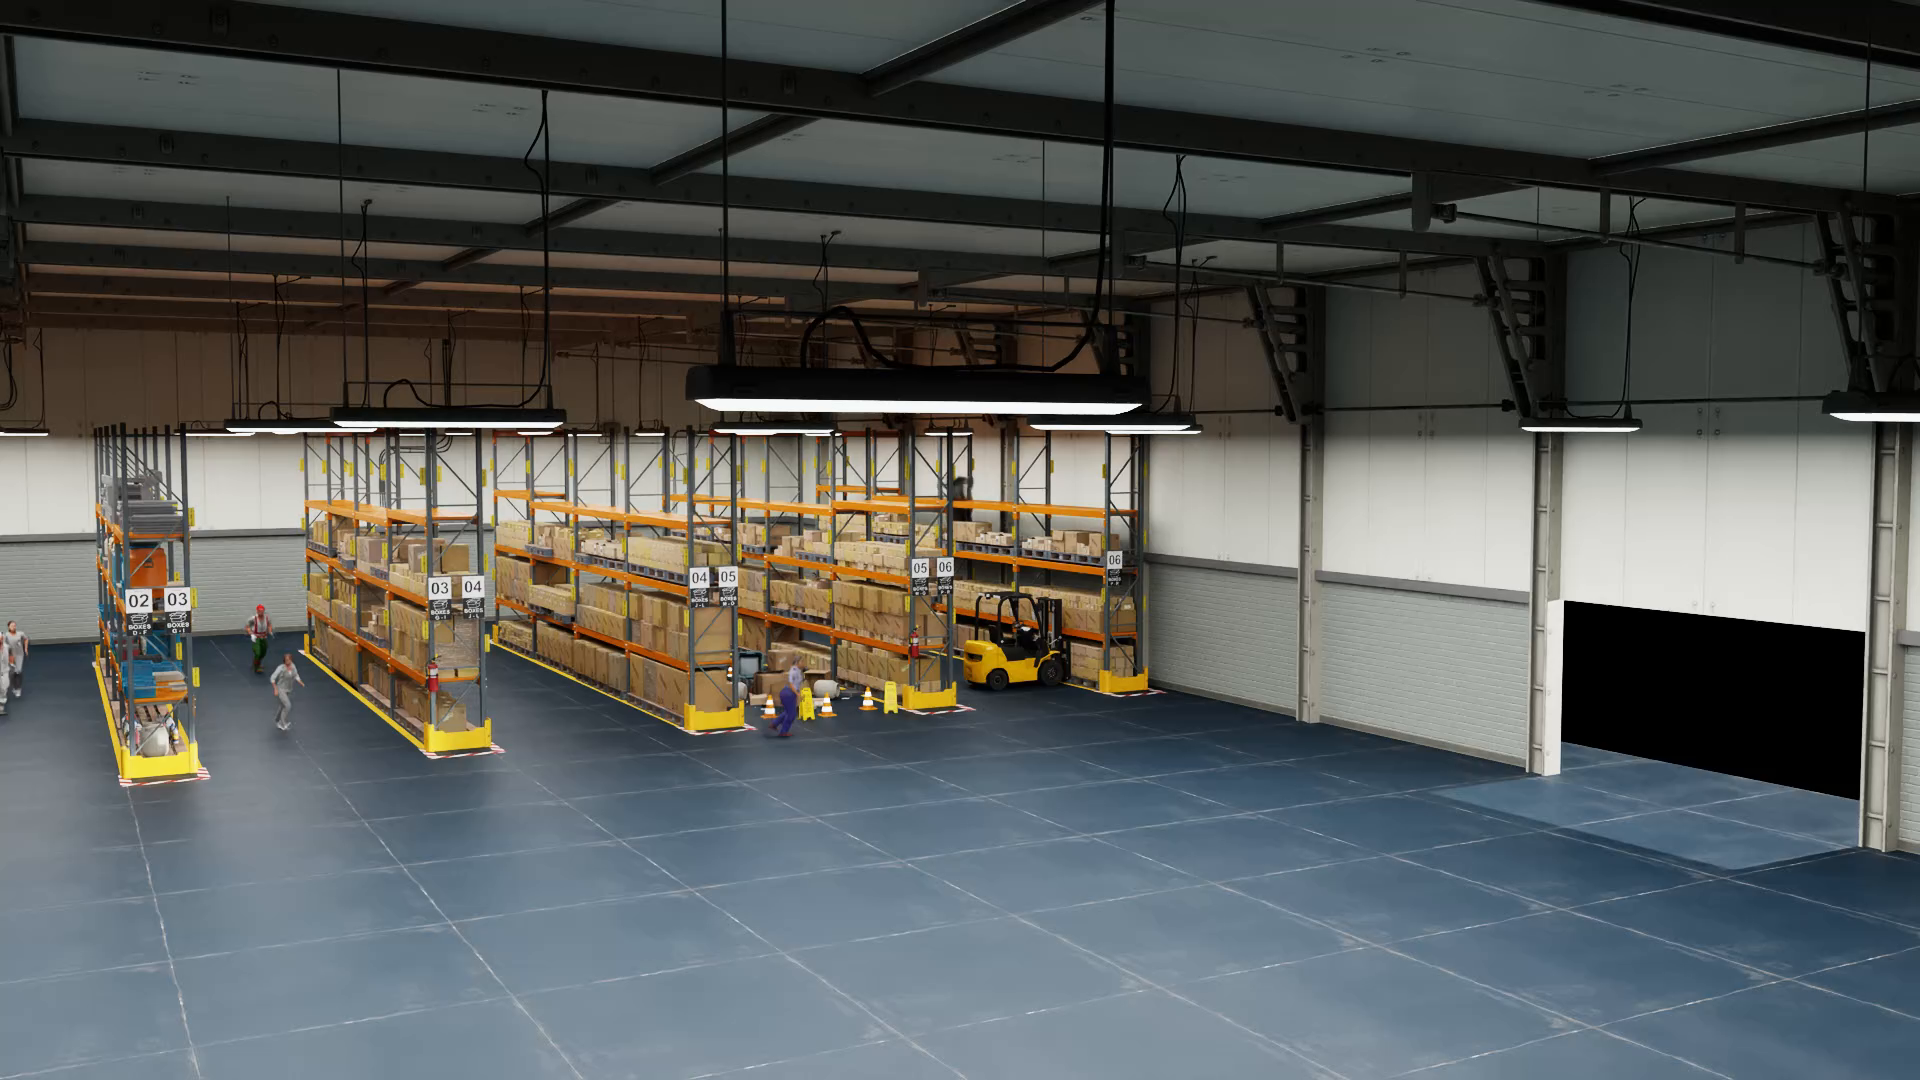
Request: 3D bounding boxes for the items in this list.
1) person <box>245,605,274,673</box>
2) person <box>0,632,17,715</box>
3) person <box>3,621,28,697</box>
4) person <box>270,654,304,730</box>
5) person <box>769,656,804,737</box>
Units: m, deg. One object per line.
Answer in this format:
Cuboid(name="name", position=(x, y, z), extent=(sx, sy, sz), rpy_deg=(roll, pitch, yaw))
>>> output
Cuboid(name="person", position=(-17.230, 2.410, 40.812), extent=(0.871, 1.694, 0.656), rpy_deg=(3, 4, 38))
Cuboid(name="person", position=(-20.073, 2.760, 34.665), extent=(0.656, 1.737, 0.805), rpy_deg=(-3, 5, -41))
Cuboid(name="person", position=(-21.084, 2.645, 37.079), extent=(0.503, 1.714, 0.818), rpy_deg=(-2, 4, -24))
Cuboid(name="person", position=(-13.303, 3.005, 32.859), extent=(0.796, 1.545, 0.558), rpy_deg=(1, 4, 16))
Cuboid(name="person", position=(-3.338, 2.999, 32.014), extent=(0.706, 1.570, 0.595), rpy_deg=(0, 3, 0))
